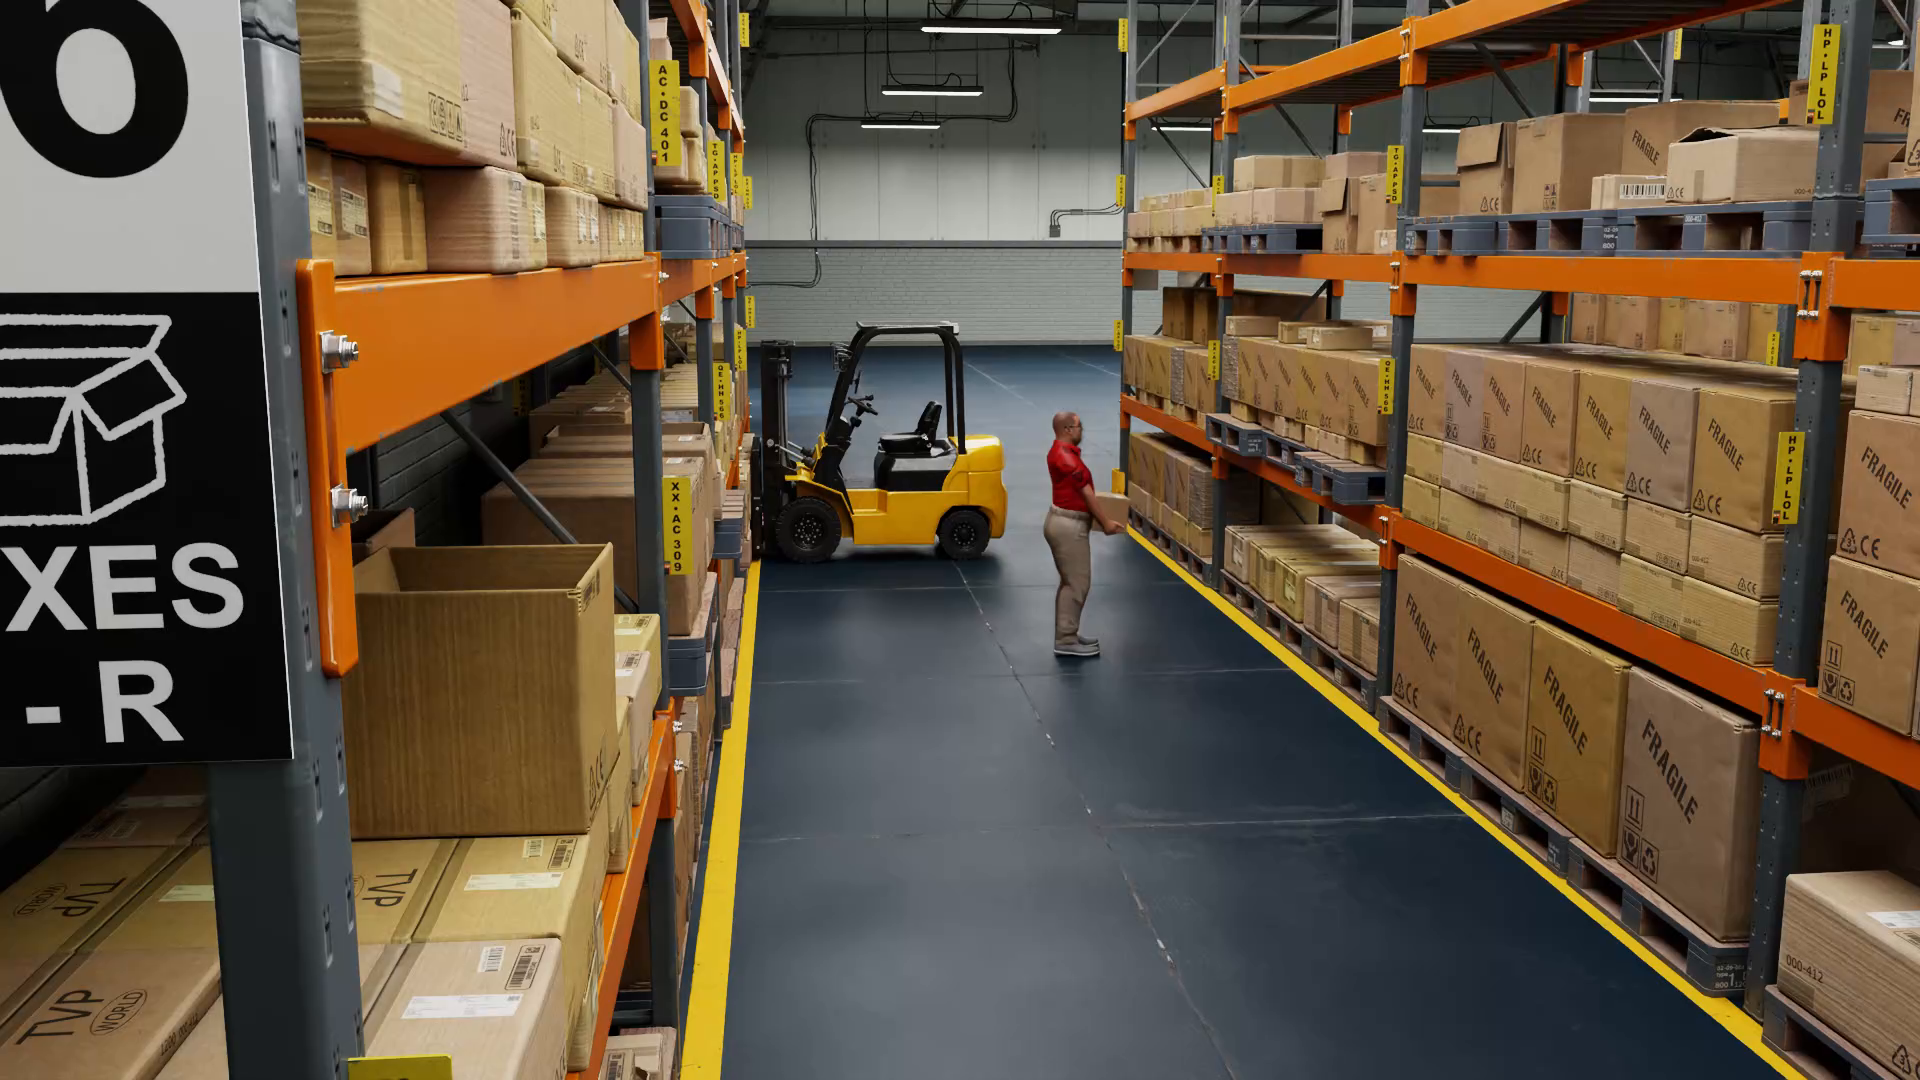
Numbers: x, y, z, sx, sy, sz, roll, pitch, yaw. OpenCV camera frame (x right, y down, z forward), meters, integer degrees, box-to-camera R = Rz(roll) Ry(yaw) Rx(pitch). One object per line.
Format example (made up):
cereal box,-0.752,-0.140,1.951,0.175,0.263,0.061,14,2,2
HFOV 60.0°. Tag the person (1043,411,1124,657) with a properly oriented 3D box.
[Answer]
person,0.868,-0.057,11.806,0.542,1.724,0.490,-1,10,-6
